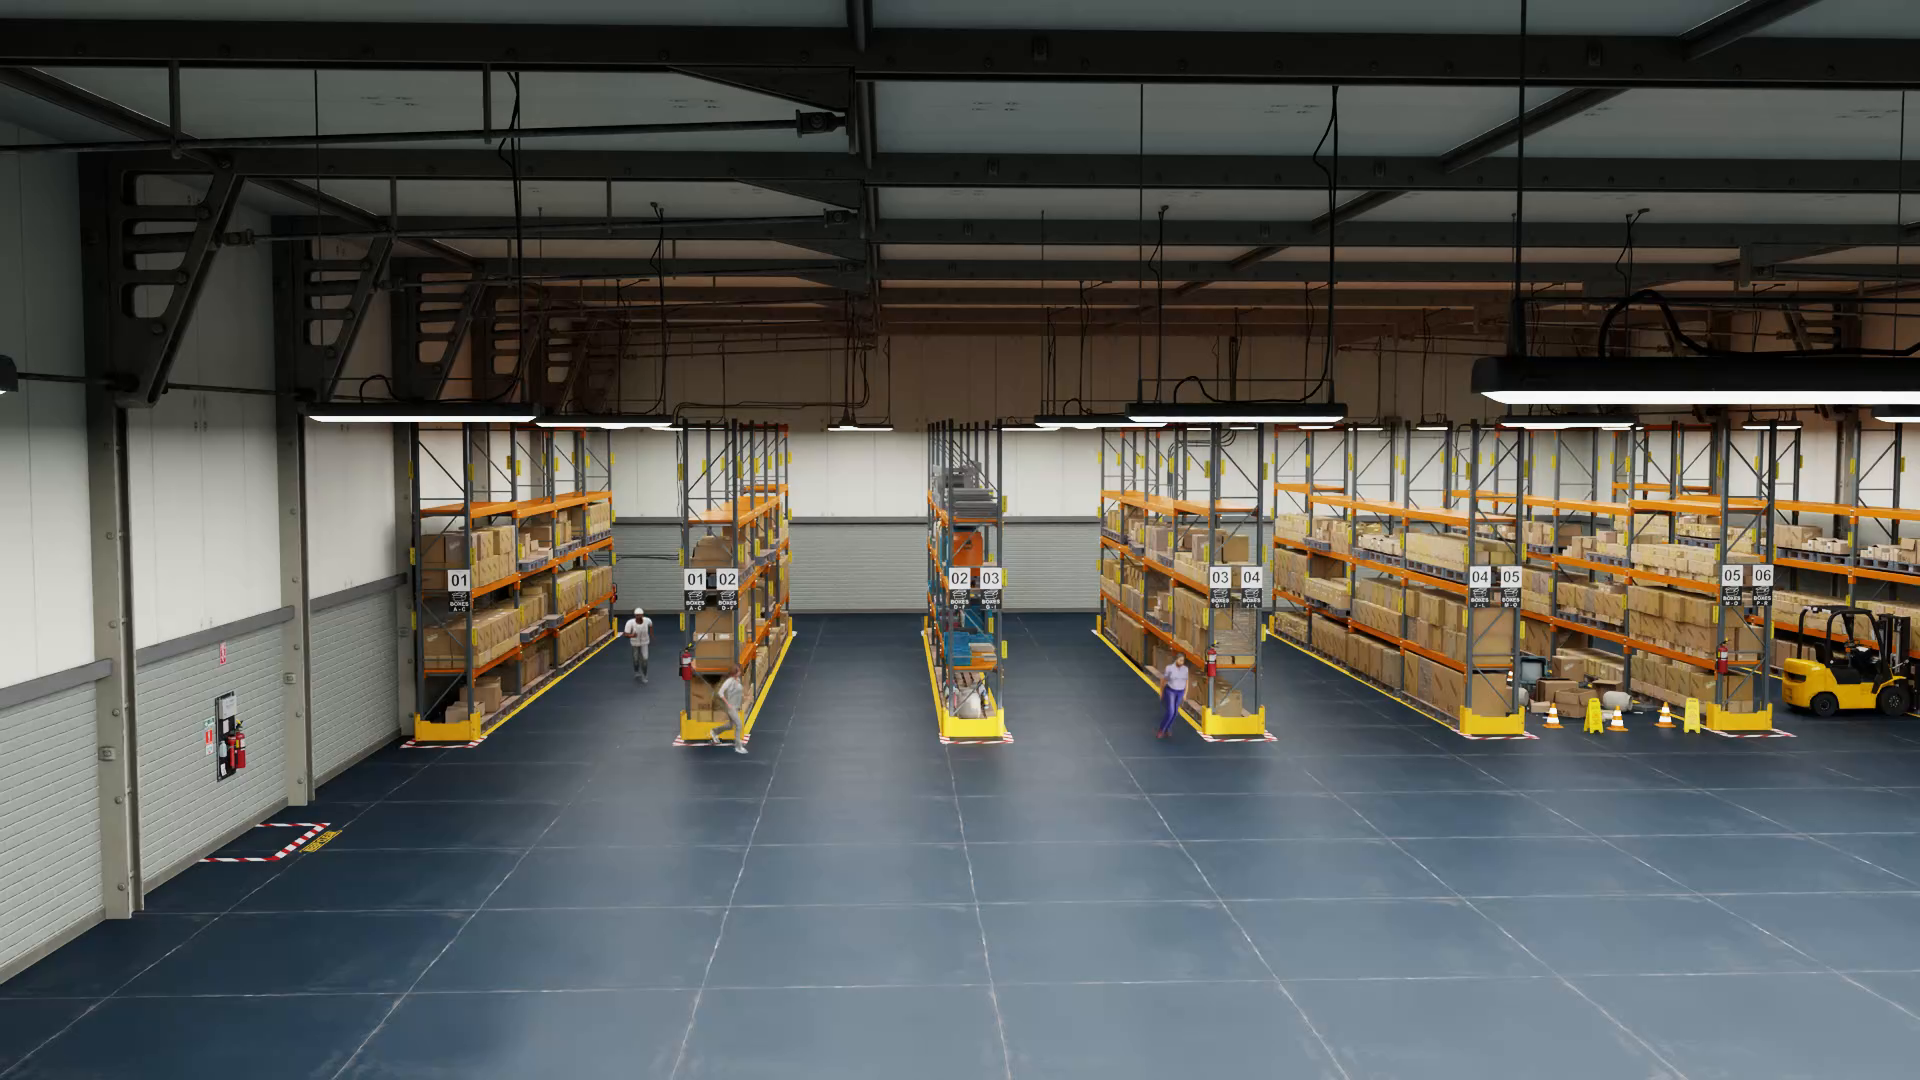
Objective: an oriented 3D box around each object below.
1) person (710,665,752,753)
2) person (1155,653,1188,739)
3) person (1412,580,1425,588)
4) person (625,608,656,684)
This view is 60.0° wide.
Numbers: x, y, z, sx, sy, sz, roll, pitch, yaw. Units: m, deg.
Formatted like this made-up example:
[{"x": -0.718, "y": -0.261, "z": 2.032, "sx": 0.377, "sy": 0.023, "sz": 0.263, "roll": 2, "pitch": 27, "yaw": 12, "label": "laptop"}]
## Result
[{"x": -4.178, "y": 3.030, "z": 29.935, "sx": 0.800, "sy": 1.593, "sz": 0.522, "roll": 1, "pitch": 4, "yaw": 19, "label": "person"}, {"x": 3.956, "y": 2.908, "z": 31.208, "sx": 0.639, "sy": 1.621, "sz": 0.563, "roll": -1, "pitch": 4, "yaw": -22, "label": "person"}, {"x": 13.987, "y": 1.638, "z": 50.518, "sx": 0.858, "sy": 1.673, "sz": 0.580, "roll": -1, "pitch": 4, "yaw": -14, "label": "person"}, {"x": -7.365, "y": 2.407, "z": 38.285, "sx": 0.714, "sy": 1.734, "sz": 0.983, "roll": -1, "pitch": 4, "yaw": -14, "label": "person"}]
